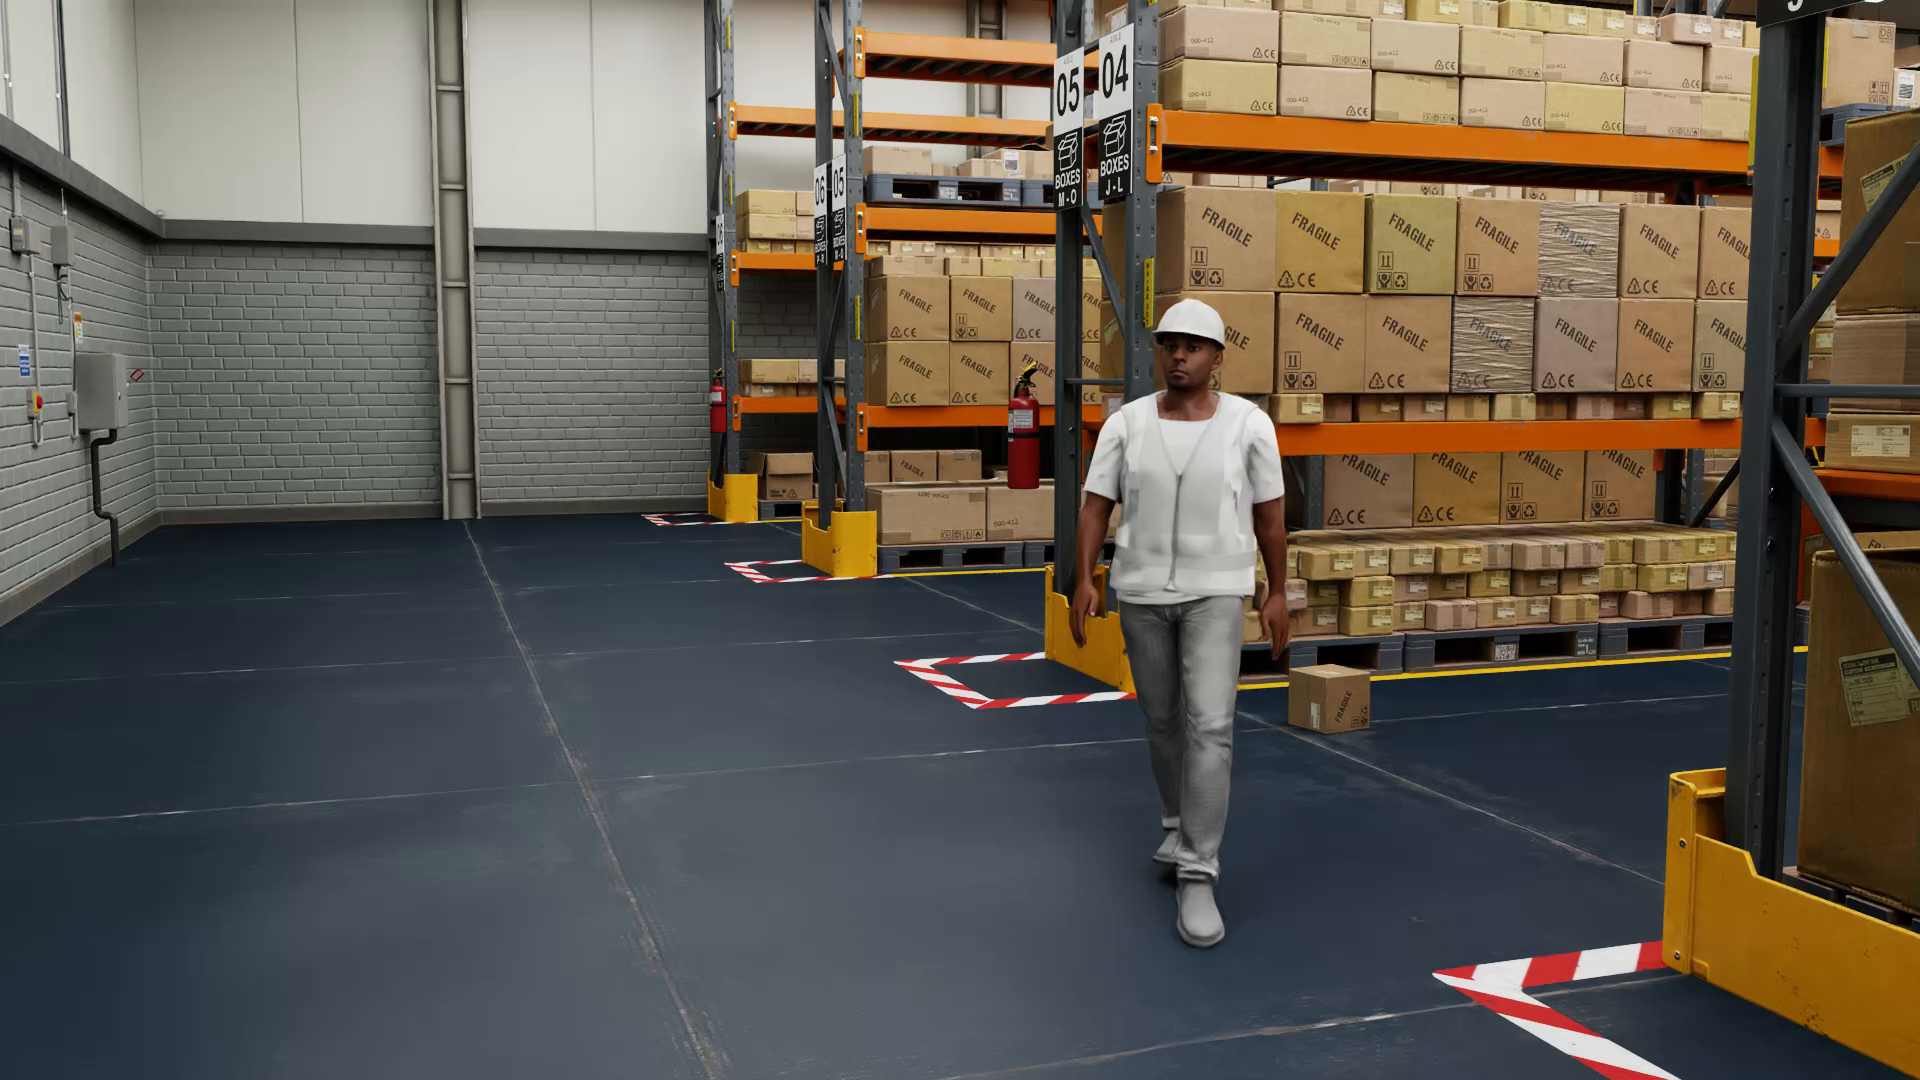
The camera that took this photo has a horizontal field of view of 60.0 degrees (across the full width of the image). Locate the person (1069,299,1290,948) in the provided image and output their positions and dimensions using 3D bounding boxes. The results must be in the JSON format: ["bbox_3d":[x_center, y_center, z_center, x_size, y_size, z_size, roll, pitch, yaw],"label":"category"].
[{"bbox_3d":[0.630,0.181,4.867,0.614,1.766,0.854,2,6,18],"label":"person"}]
